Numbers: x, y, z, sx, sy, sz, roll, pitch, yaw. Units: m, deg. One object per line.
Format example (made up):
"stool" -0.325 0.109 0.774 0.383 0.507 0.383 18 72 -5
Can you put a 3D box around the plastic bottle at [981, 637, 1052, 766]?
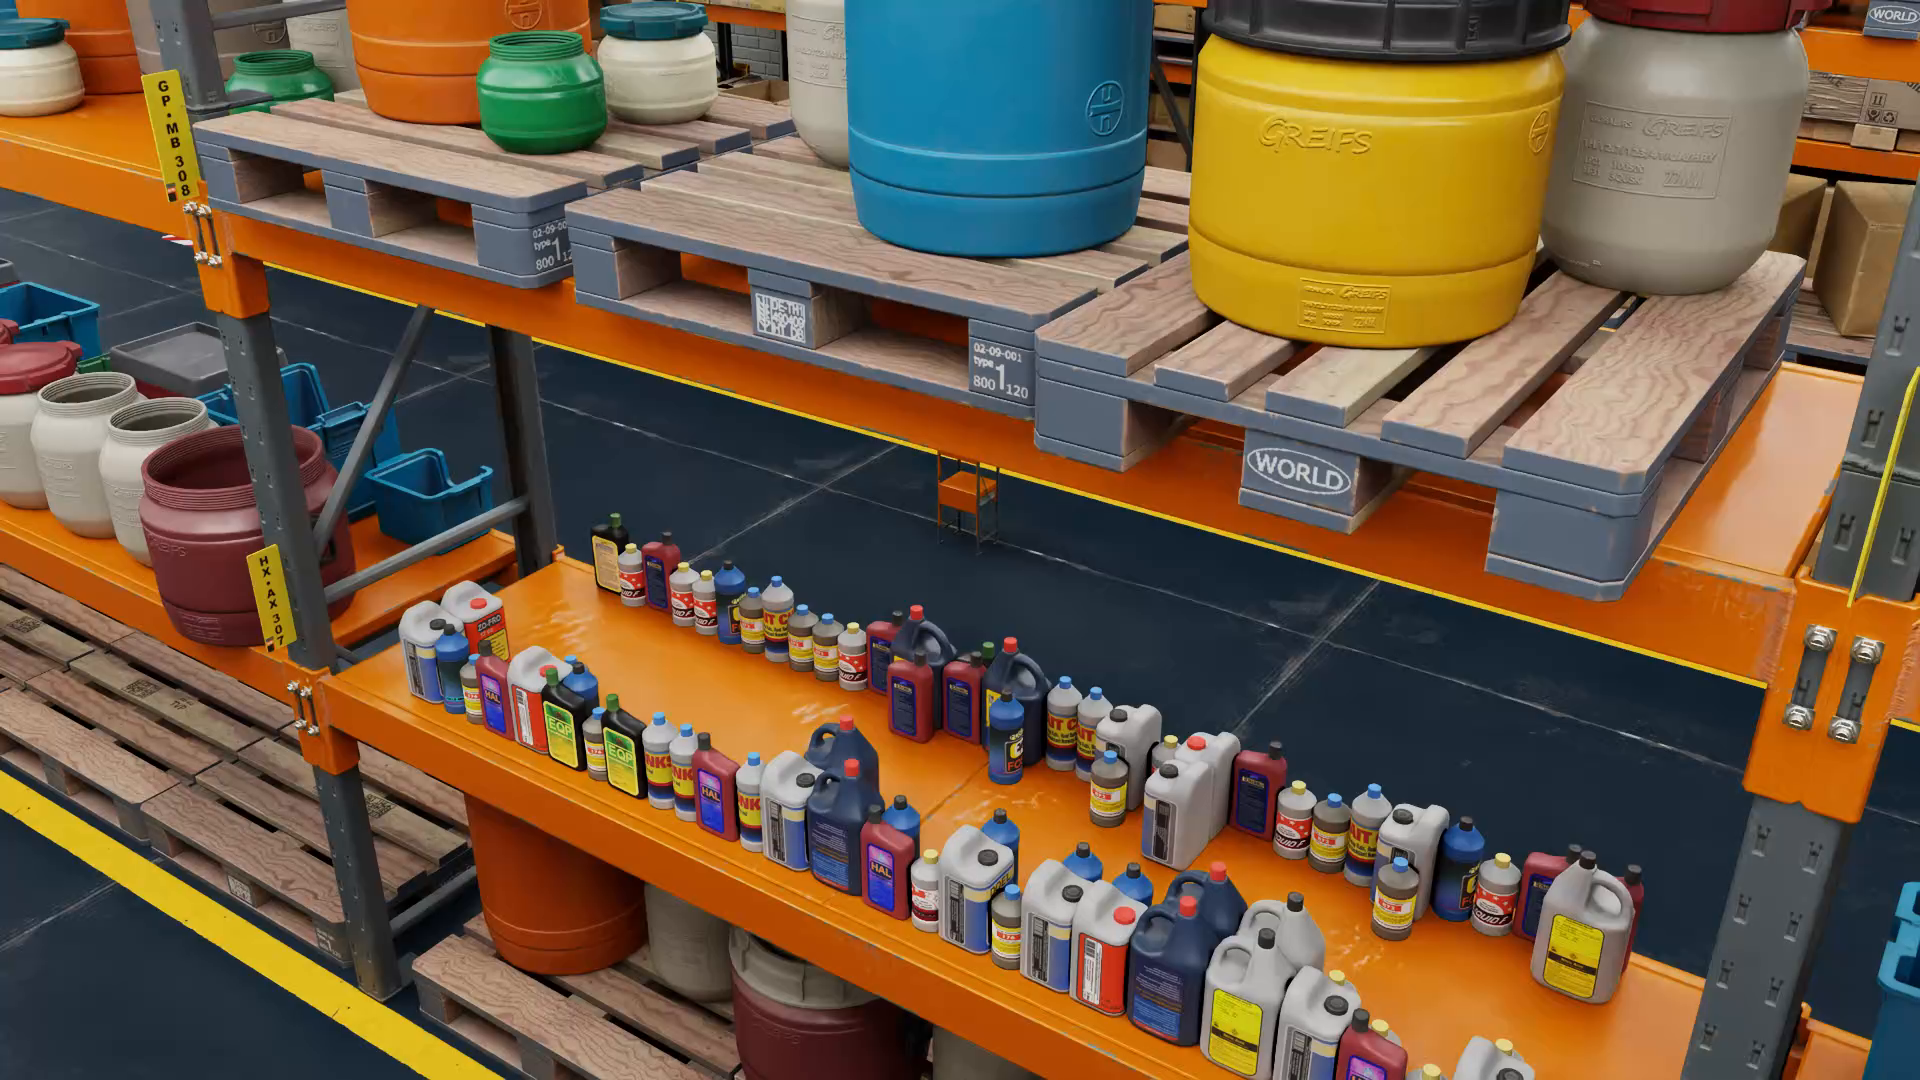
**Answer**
"plastic bottle" 0.158 0.438 4.636 0.185 0.351 0.144 17 32 30

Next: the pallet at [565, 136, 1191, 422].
"pallet" -0.070 -0.640 3.602 1.213 0.211 1.003 17 32 30

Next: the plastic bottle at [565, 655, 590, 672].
"plastic bottle" -1.119 0.428 4.821 0.097 0.201 0.097 0 27 0

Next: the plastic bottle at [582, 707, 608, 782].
"plastic bottle" -0.984 0.554 4.574 0.097 0.201 0.097 0 27 0

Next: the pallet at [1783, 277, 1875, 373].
"pallet" 3.779 -0.944 7.510 1.213 0.211 1.003 17 32 30

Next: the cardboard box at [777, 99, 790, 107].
"cardboard box" -0.748 -2.415 10.079 0.500 0.500 0.500 17 32 30

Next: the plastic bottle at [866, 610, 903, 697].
"plastic bottle" -0.212 0.330 4.923 0.133 0.283 0.061 17 32 30

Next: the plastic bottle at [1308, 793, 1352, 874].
"plastic bottle" 0.940 0.735 4.217 0.097 0.201 0.097 0 27 0

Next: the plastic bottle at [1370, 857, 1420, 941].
"plastic bottle" 1.046 0.852 3.988 0.097 0.201 0.097 0 27 0

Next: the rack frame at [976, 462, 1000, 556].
"rack frame" 0.145 -0.423 8.423 0.008 1.050 0.200 17 32 30

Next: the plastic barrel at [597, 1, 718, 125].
"plastic barrel" -0.762 -1.202 4.187 0.301 0.262 0.301 0 27 0

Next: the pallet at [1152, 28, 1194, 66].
"pallet" 2.225 -4.071 13.654 1.213 0.211 1.003 17 32 30

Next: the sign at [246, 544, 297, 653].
"sign" -2.035 0.175 4.920 0.005 0.325 0.100 17 32 30

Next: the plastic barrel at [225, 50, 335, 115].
"plastic barrel" -1.961 -1.272 4.806 0.294 0.245 0.294 0 27 0

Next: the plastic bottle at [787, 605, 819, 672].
"plastic bottle" -0.478 0.294 5.085 0.097 0.201 0.097 0 27 0

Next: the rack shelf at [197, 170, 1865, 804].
"rack shelf" -0.080 -0.463 3.838 4.000 0.370 1.077 17 32 30

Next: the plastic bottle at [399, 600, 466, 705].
"plastic bottle" -1.555 0.327 4.937 0.135 0.276 0.152 17 32 30

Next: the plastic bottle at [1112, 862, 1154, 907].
"plastic bottle" 0.399 0.869 3.876 0.097 0.271 0.097 0 27 0

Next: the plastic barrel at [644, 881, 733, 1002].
"plastic barrel" -0.800 1.192 5.380 0.421 0.512 0.421 0 27 0

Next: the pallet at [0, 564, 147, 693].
"pallet" -4.357 0.443 7.647 1.213 0.211 1.003 17 32 30

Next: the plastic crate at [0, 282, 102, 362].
"plastic crate" -3.941 -0.813 7.058 0.575 0.384 0.392 17 32 30

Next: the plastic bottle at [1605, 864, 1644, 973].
"plastic bottle" 1.508 0.865 3.871 0.133 0.283 0.061 17 32 30

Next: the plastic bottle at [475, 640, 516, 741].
"plastic bottle" -1.310 0.425 4.736 0.133 0.283 0.061 17 32 30

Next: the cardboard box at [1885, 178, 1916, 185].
"cardboard box" 6.568 -1.984 11.249 0.750 0.750 0.750 18 32 31

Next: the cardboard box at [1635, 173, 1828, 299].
"cardboard box" 3.509 -1.374 7.569 0.500 0.500 0.700 23 35 38

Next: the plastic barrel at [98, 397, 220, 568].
"plastic barrel" -2.698 -0.194 5.701 0.421 0.512 0.421 0 27 0

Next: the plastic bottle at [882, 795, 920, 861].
"plastic bottle" -0.145 0.750 4.111 0.097 0.271 0.097 0 27 0

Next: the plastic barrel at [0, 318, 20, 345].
"plastic barrel" -3.757 -0.532 6.338 0.433 0.535 0.433 0 27 0

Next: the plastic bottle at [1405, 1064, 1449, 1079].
"plastic bottle" 0.949 1.156 3.391 0.097 0.201 0.097 0 27 0

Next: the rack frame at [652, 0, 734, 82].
"rack frame" -2.714 -5.718 16.679 0.127 3.000 1.000 17 32 30

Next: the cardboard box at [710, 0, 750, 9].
"cardboard box" -2.056 -5.288 15.977 0.500 0.250 0.500 16 31 29

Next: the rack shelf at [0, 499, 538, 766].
"rack shelf" -3.377 -0.153 6.537 4.000 0.370 1.077 17 32 30

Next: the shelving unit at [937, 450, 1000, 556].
"shelving unit" 0.044 -0.454 8.485 0.252 1.050 0.215 17 32 30

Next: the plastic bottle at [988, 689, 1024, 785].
"plastic bottle" 0.126 0.530 4.544 0.097 0.271 0.097 0 27 0

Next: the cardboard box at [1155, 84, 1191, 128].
"cardboard box" 1.995 -3.680 14.119 0.500 0.250 0.500 16 31 29

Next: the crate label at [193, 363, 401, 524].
"crate label" -2.395 -0.332 6.056 0.616 0.435 0.502 17 32 30

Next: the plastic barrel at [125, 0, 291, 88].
"plastic barrel" -2.283 -1.812 5.144 0.600 0.901 0.600 0 27 0

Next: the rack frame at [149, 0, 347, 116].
"rack frame" -1.729 -2.634 4.004 0.127 3.000 1.000 17 32 30

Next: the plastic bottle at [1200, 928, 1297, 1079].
"plastic bottle" 0.625 0.975 3.580 0.185 0.351 0.144 17 32 30

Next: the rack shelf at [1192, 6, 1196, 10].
"rack shelf" -0.570 -3.341 9.493 4.000 0.370 1.077 17 32 30

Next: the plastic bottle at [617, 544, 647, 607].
"plastic bottle" -1.069 0.109 5.447 0.097 0.201 0.097 0 27 0

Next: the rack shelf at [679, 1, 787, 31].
"rack shelf" -1.066 -4.884 15.833 4.000 0.370 1.077 17 32 30

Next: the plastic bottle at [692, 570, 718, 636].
"plastic bottle" -0.799 0.194 5.281 0.097 0.201 0.097 0 27 0

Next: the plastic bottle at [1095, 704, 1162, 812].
"plastic bottle" 0.448 0.564 4.472 0.135 0.276 0.152 17 32 30

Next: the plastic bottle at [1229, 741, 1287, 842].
"plastic bottle" 0.775 0.637 4.319 0.133 0.283 0.061 17 32 30

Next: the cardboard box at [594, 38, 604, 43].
"cardboard box" -2.330 -3.313 11.128 0.250 0.149 0.380 17 32 30

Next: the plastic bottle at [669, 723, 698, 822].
"plastic bottle" -0.713 0.607 4.393 0.097 0.271 0.097 0 27 0

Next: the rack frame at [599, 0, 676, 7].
"rack frame" -2.219 -2.838 11.020 0.127 3.000 1.000 17 32 30

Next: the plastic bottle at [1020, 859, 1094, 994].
"plastic bottle" 0.233 0.884 3.842 0.135 0.276 0.152 17 32 30

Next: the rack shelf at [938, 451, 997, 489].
"rack shelf" 0.044 -0.445 8.490 0.240 0.259 0.215 17 32 30

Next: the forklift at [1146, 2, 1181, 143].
"forklift" 1.145 -2.687 10.799 3.031 2.935 1.130 17 31 30

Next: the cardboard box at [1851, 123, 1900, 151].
"cardboard box" 6.078 -2.700 11.003 0.250 0.149 0.380 17 32 30

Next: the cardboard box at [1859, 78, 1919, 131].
"cardboard box" 6.228 -2.974 10.827 0.500 0.500 0.500 18 32 31

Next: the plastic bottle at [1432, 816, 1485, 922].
"plastic bottle" 1.212 0.789 4.035 0.097 0.271 0.097 0 27 0

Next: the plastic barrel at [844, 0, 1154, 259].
"plastic barrel" 0.075 -1.061 3.205 0.708 0.901 0.600 17 32 30

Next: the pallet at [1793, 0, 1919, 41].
"pallet" 3.878 -2.231 6.726 1.003 0.211 1.213 17 32 30

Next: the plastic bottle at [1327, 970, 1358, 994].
"plastic bottle" 0.815 1.030 3.638 0.097 0.201 0.097 0 27 0

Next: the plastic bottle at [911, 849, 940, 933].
"plastic bottle" -0.070 0.838 4.014 0.097 0.201 0.097 0 27 0

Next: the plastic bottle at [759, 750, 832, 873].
"plastic bottle" -0.412 0.683 4.237 0.135 0.276 0.152 17 32 30

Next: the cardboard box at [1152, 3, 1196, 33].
"cardboard box" 2.000 -4.485 13.660 0.500 0.500 0.700 23 35 37
